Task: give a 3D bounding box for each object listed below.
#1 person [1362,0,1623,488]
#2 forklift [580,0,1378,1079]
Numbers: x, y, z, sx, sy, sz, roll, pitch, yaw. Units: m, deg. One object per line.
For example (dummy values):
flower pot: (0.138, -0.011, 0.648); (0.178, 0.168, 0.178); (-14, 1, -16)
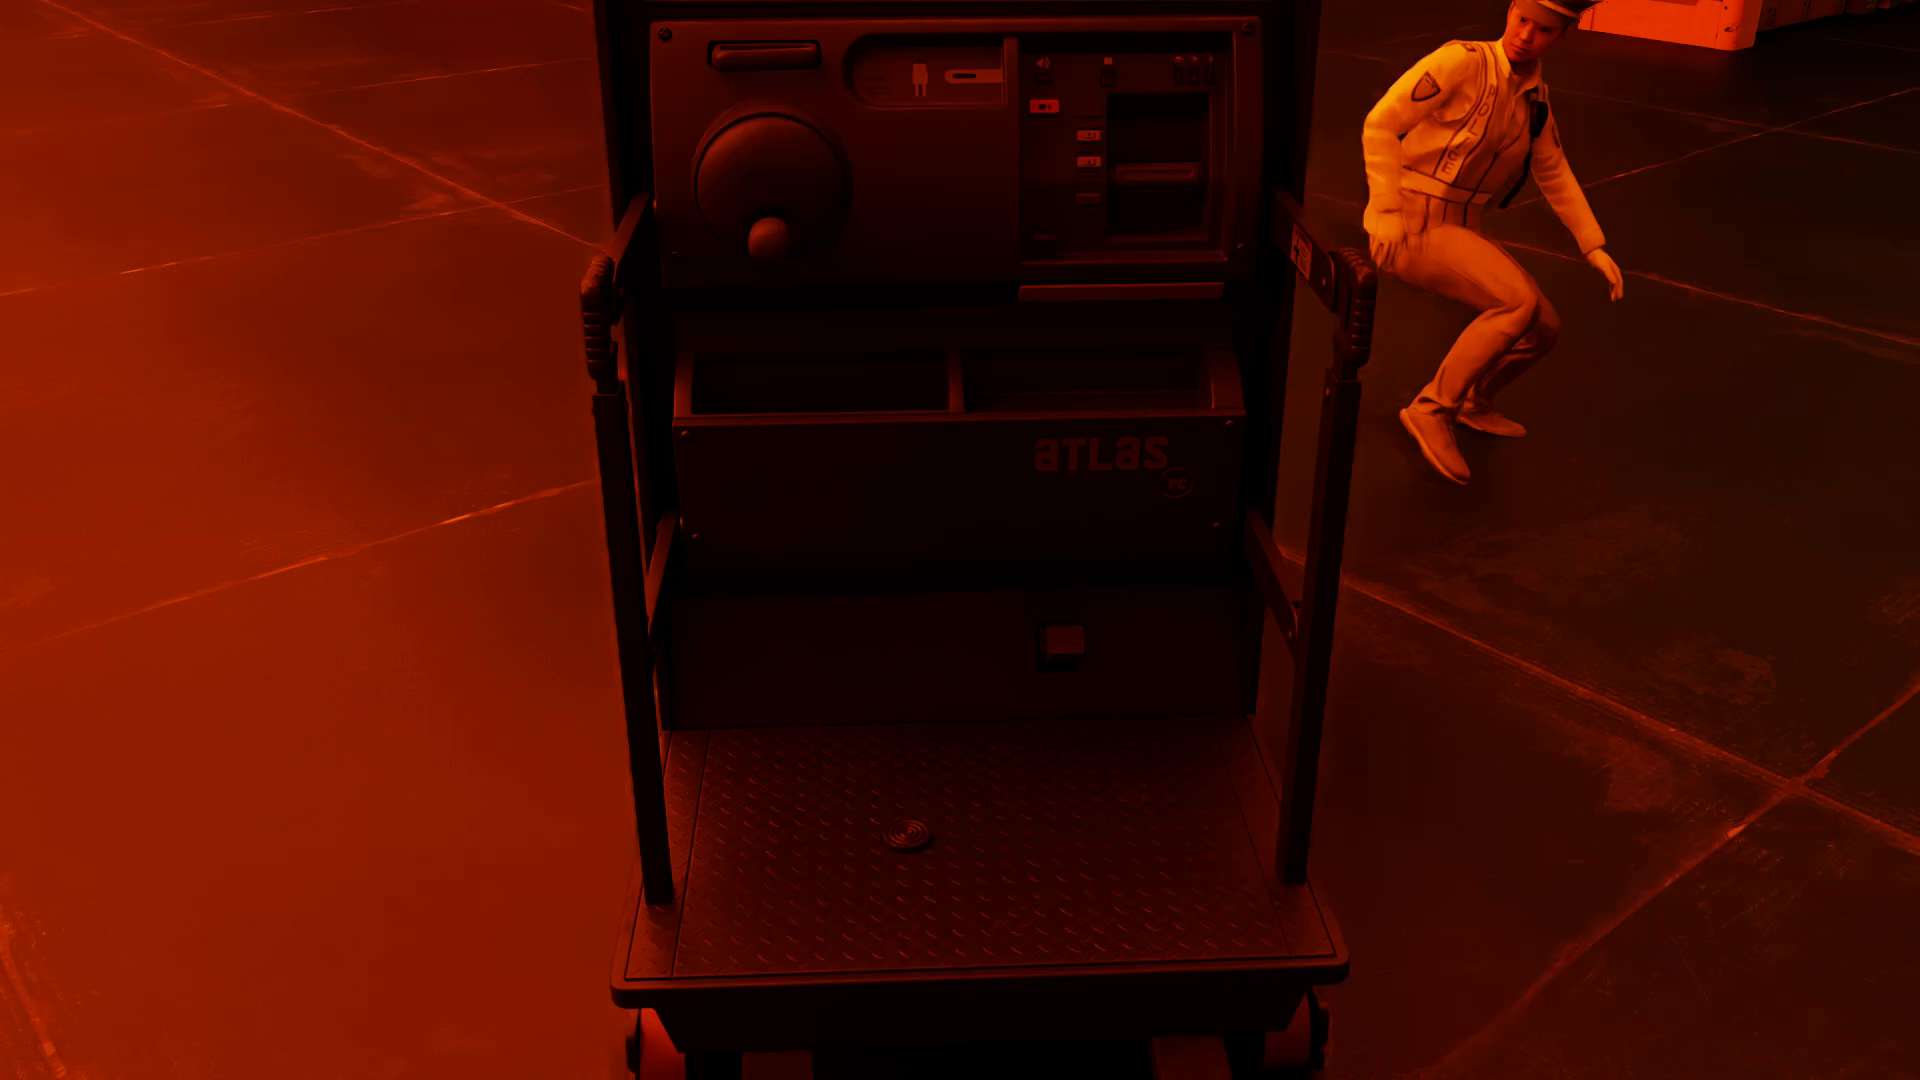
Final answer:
person: (1.480, -0.869, 4.692); (0.744, 1.456, 0.620); (-24, 35, -39)
forklift: (0.012, -0.569, 2.349); (1.130, 2.935, 3.031); (-1, 26, -3)
